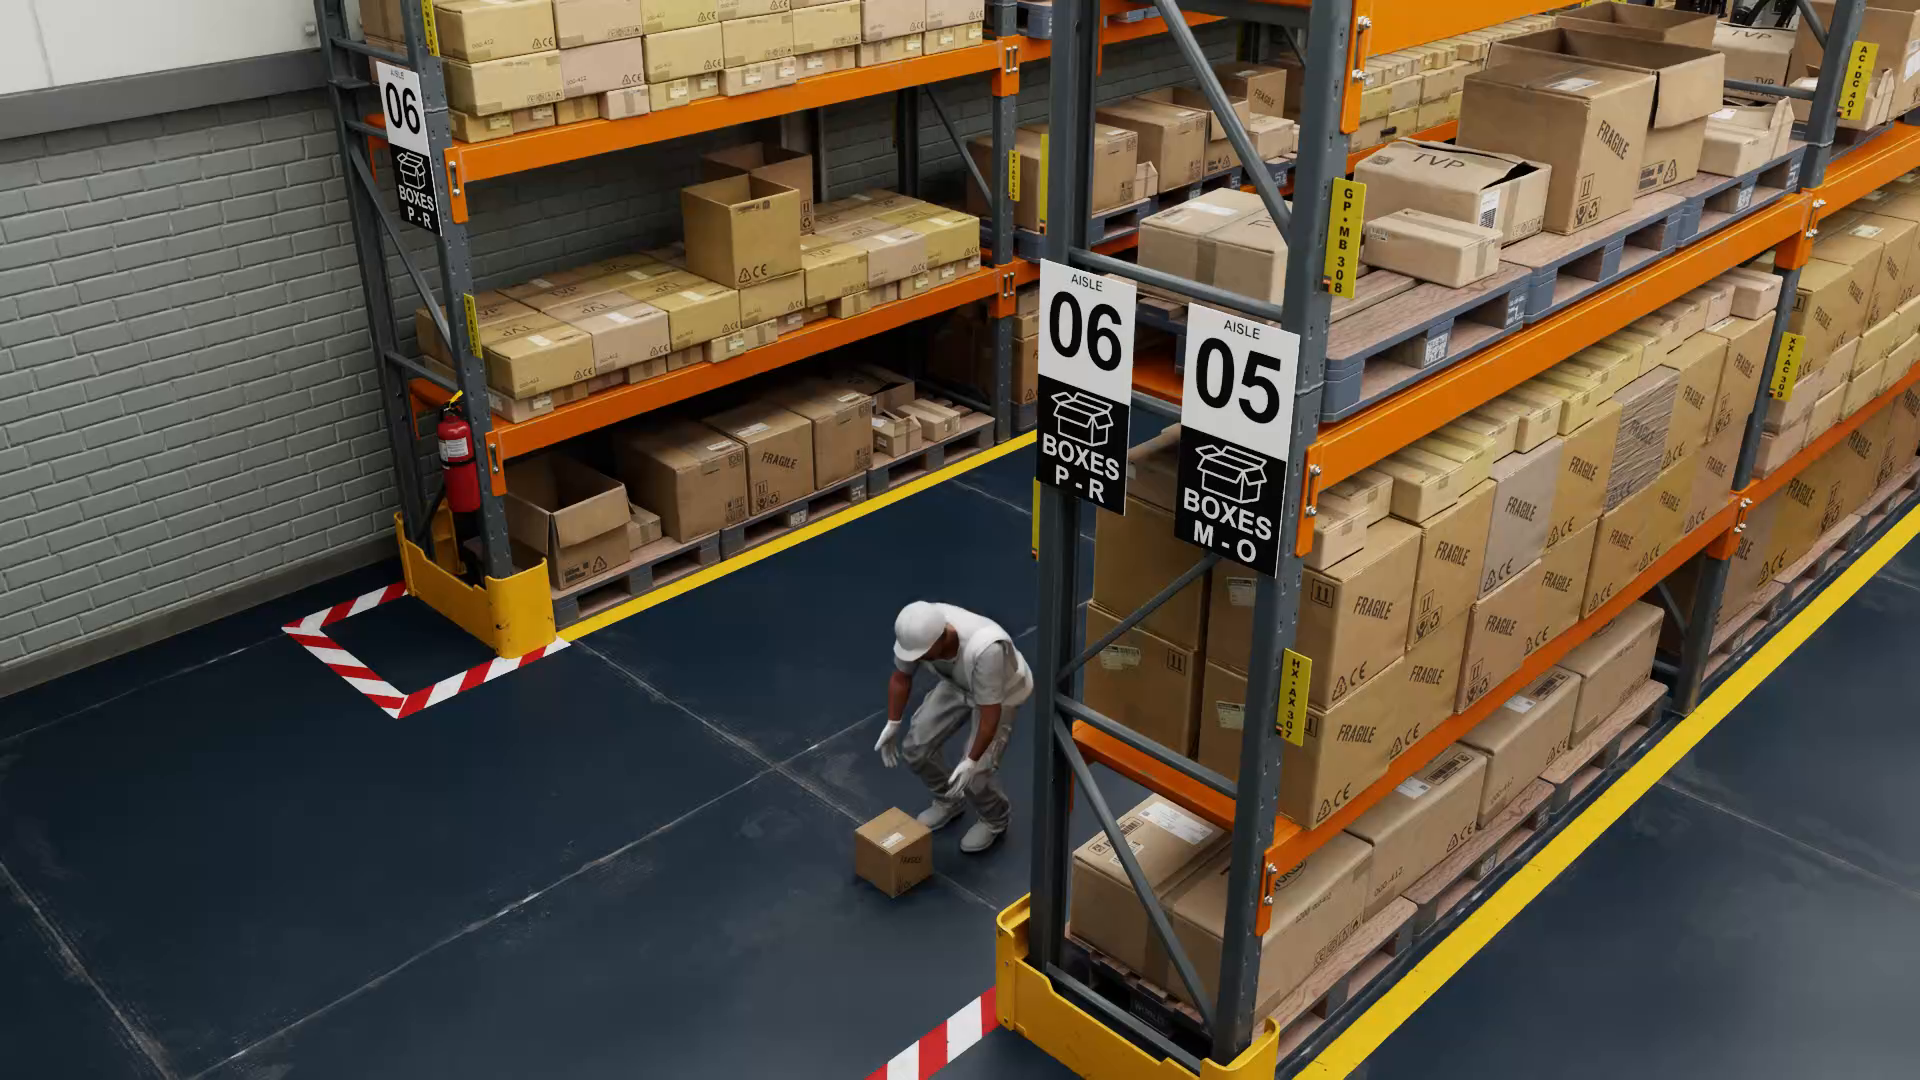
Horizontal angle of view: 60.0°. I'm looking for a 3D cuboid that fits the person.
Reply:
[{"bbox_3d":[0.012,0.787,7.526,0.613,1.380,0.789,23,35,37],"label":"person"}]
